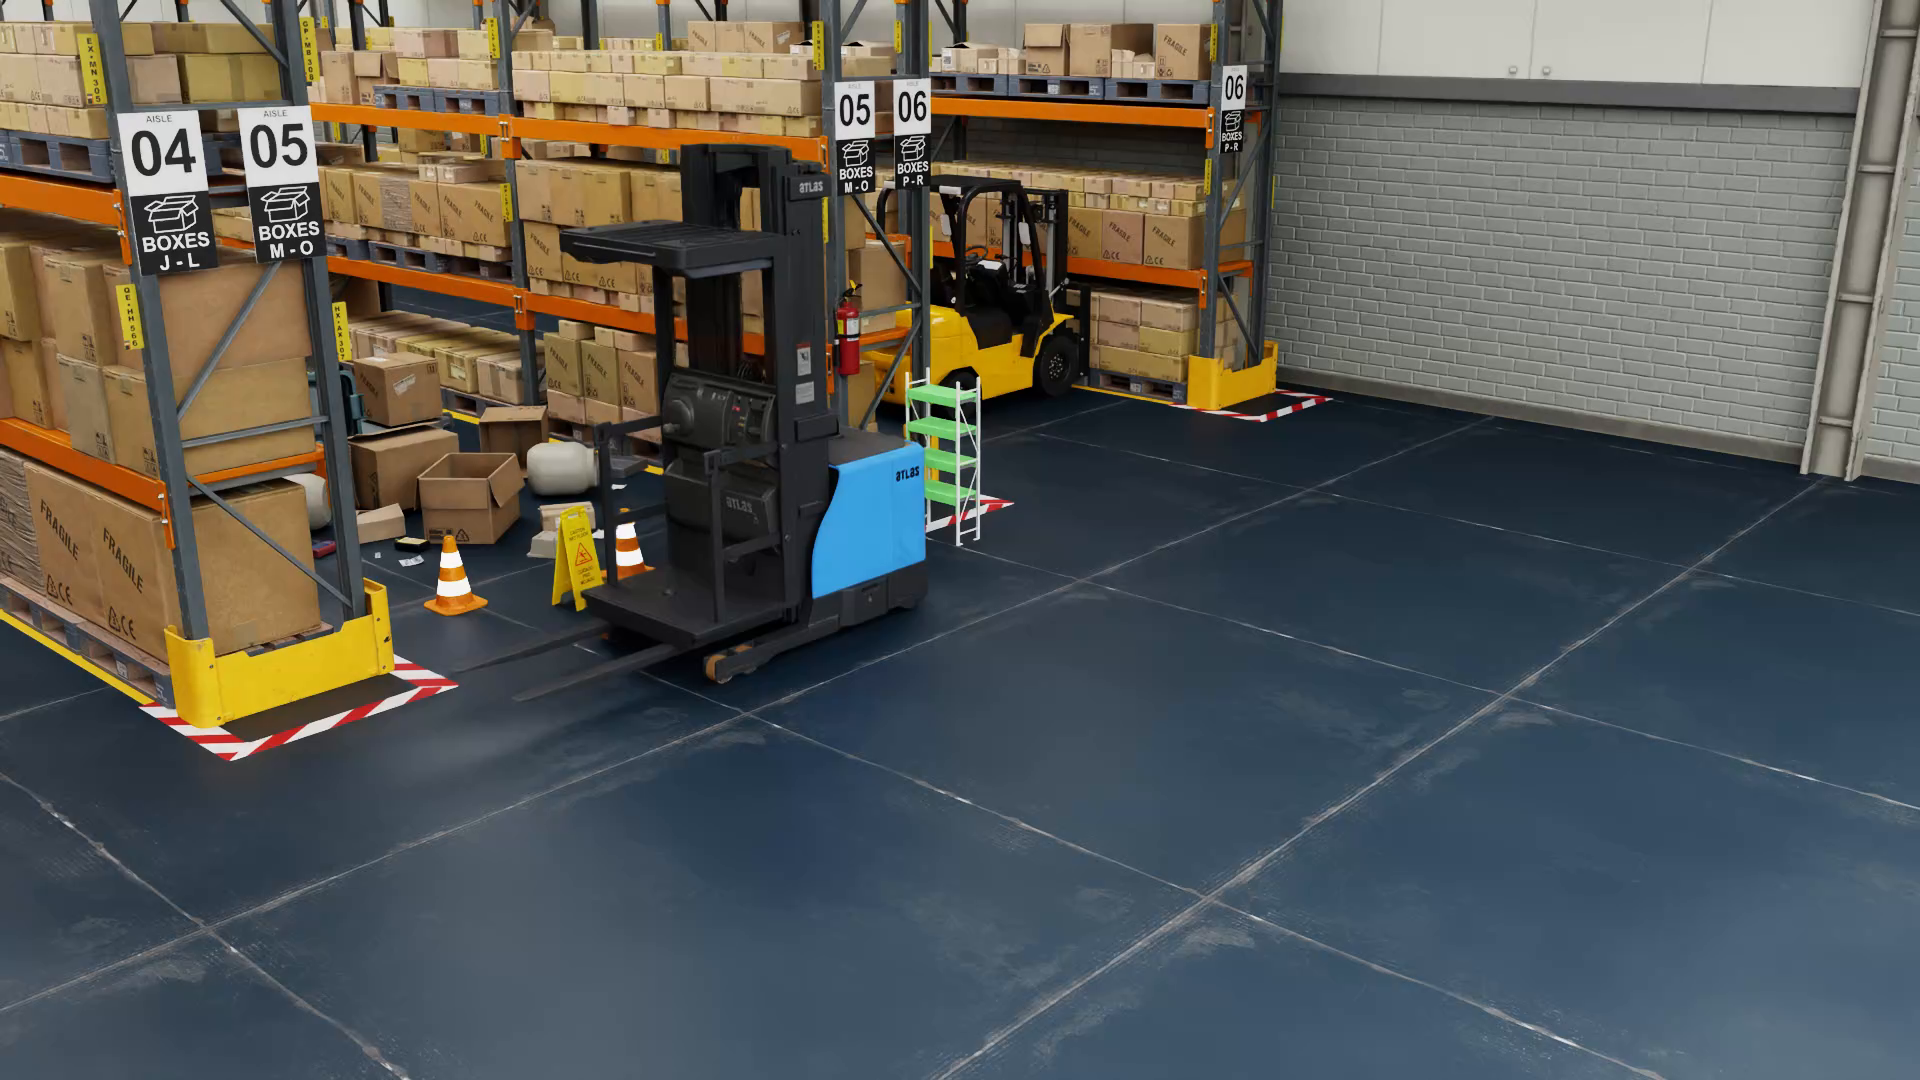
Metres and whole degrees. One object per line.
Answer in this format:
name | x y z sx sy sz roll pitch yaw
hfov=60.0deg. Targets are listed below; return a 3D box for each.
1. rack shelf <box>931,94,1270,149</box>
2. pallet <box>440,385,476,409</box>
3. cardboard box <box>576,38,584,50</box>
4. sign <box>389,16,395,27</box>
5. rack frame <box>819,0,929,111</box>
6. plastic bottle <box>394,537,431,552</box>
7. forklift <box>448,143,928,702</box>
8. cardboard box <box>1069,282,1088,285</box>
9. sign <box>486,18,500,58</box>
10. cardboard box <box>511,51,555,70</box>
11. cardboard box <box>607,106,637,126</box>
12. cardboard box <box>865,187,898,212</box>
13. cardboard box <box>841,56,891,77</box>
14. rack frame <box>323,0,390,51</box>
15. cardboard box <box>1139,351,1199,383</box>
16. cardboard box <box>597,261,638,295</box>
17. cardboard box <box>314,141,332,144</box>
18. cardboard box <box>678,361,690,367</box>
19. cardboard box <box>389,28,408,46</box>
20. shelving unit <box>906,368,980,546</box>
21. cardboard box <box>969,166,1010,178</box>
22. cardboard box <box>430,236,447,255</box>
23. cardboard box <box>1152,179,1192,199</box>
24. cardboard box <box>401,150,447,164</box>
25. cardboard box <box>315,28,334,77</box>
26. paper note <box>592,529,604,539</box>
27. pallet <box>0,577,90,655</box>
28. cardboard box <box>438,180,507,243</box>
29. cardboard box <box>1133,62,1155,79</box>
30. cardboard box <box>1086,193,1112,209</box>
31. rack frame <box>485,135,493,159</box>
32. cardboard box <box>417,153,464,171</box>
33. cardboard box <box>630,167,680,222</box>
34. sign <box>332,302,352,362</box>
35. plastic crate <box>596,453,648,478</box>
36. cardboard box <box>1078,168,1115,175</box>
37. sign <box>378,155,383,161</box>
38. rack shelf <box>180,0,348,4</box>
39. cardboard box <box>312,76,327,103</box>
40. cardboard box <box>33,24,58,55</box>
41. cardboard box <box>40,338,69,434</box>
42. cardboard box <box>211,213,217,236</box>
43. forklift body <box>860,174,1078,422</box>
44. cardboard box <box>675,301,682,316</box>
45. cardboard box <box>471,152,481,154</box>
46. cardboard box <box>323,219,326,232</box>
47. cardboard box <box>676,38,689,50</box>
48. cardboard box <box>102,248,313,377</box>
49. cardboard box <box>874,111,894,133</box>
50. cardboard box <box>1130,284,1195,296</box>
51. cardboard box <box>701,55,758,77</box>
rack shelf | 1.192 -4.333 17.036 4.000 0.370 1.077 15 23 39
pallet | -5.096 -1.596 16.791 1.213 0.211 1.003 15 23 39
cardboard box | -4.720 -6.403 21.468 0.250 0.149 0.380 15 23 39
sign | -8.896 -8.030 26.034 0.005 0.325 0.100 15 23 39
rack frame | -0.605 -4.580 11.667 0.127 3.000 1.000 15 23 39
plastic bottle | -3.951 0.031 11.914 0.283 0.061 0.133 7 19 21
forklift | -1.560 -0.748 9.623 1.130 2.935 3.031 15 23 39
cardboard box | 0.992 -2.536 17.343 0.500 0.250 0.500 14 23 38
sign | -3.962 -4.261 14.116 0.005 0.325 0.100 15 23 39
cardboard box | -3.577 -4.077 14.137 0.250 0.149 0.380 15 23 38
cardboard box | -2.620 -3.437 13.440 0.250 0.149 0.380 14 23 38
cardboard box | -0.841 -3.855 18.722 0.500 0.250 0.500 14 23 38
cardboard box | -0.735 -3.528 12.409 0.250 0.149 0.380 15 23 39
rack frame | -9.280 -8.917 25.331 0.127 3.000 1.000 15 23 39
cardboard box | 2.126 -1.757 16.540 0.500 0.250 0.500 15 23 40
cardboard box | -2.694 -2.363 13.941 0.500 0.500 0.500 15 23 39
cardboard box | -7.172 -4.103 18.263 0.500 0.500 0.500 15 23 39
cardboard box | -2.142 -1.277 13.787 0.500 0.500 0.500 14 23 38
cardboard box | -7.974 -7.345 24.269 0.500 0.250 0.500 16 24 41
shelving unit | -0.124 -0.605 12.035 0.503 1.200 0.258 15 23 39
cardboard box | 0.314 -3.859 17.583 0.250 0.149 0.380 16 23 40
cardboard box | -4.759 -2.796 15.684 0.250 0.149 0.380 15 23 40
cardboard box | 2.074 -3.410 16.168 0.250 0.149 0.380 15 23 39
cardboard box | -7.964 -5.675 24.792 0.500 0.250 0.500 14 23 38
cardboard box | -6.970 -5.048 17.234 0.637 0.503 0.797 13 22 36
paper note | -2.633 -0.045 12.203 0.142 0.019 0.148 7 19 21
pallet | -5.373 0.361 10.626 1.213 0.211 1.003 15 23 39
cardboard box | -4.466 -3.054 15.423 0.500 0.500 0.500 15 23 40
cardboard box | 1.866 -4.500 15.929 0.250 0.149 0.380 14 22 38
cardboard box | 1.469 -3.413 16.671 0.250 0.149 0.380 14 22 38
rack frame | -6.288 -5.254 23.708 0.127 3.000 1.000 15 23 39
cardboard box | -5.177 -3.761 16.581 0.250 0.149 0.380 14 22 37
cardboard box | -2.236 -2.754 13.521 0.500 0.500 0.700 15 23 39
sign | -3.442 -1.155 9.231 0.005 0.325 0.100 15 23 39
plastic crate | -2.966 -0.632 13.969 0.583 0.080 0.402 7 19 21
cardboard box | 1.440 -3.776 17.321 0.250 0.149 0.380 15 23 40
sign | -6.235 -3.966 17.866 0.005 0.325 0.100 15 23 39
rack shelf | -8.084 -6.055 18.163 4.000 0.370 1.077 15 23 39
cardboard box | -6.274 -4.540 16.721 0.258 0.266 0.396 15 23 39
cardboard box | -4.478 -2.560 8.497 0.250 0.149 0.380 15 23 40
cardboard box | -4.884 -0.963 9.938 0.550 0.550 0.875 15 23 39
cardboard box | -8.297 -3.598 18.738 0.500 0.250 0.500 15 23 38
forklift body | 0.058 -2.408 16.143 1.214 2.155 2.313 15 23 39
cardboard box | -2.157 -1.939 13.678 0.250 0.149 0.380 15 23 39
cardboard box | -6.859 -5.584 24.504 0.500 0.250 0.500 15 23 39
cardboard box | -6.468 -3.300 17.273 0.250 0.149 0.380 13 22 36
cardboard box | -3.388 -6.277 21.071 0.250 0.149 0.380 14 22 37
cardboard box | -4.066 -1.250 9.058 0.550 0.550 0.875 15 23 39
cardboard box | -0.637 -3.171 12.601 0.250 0.149 0.380 15 23 39
cardboard box | 2.077 -2.450 17.070 0.500 0.250 0.500 15 23 39
cardboard box | -1.758 -3.633 12.738 0.250 0.149 0.380 15 23 39
